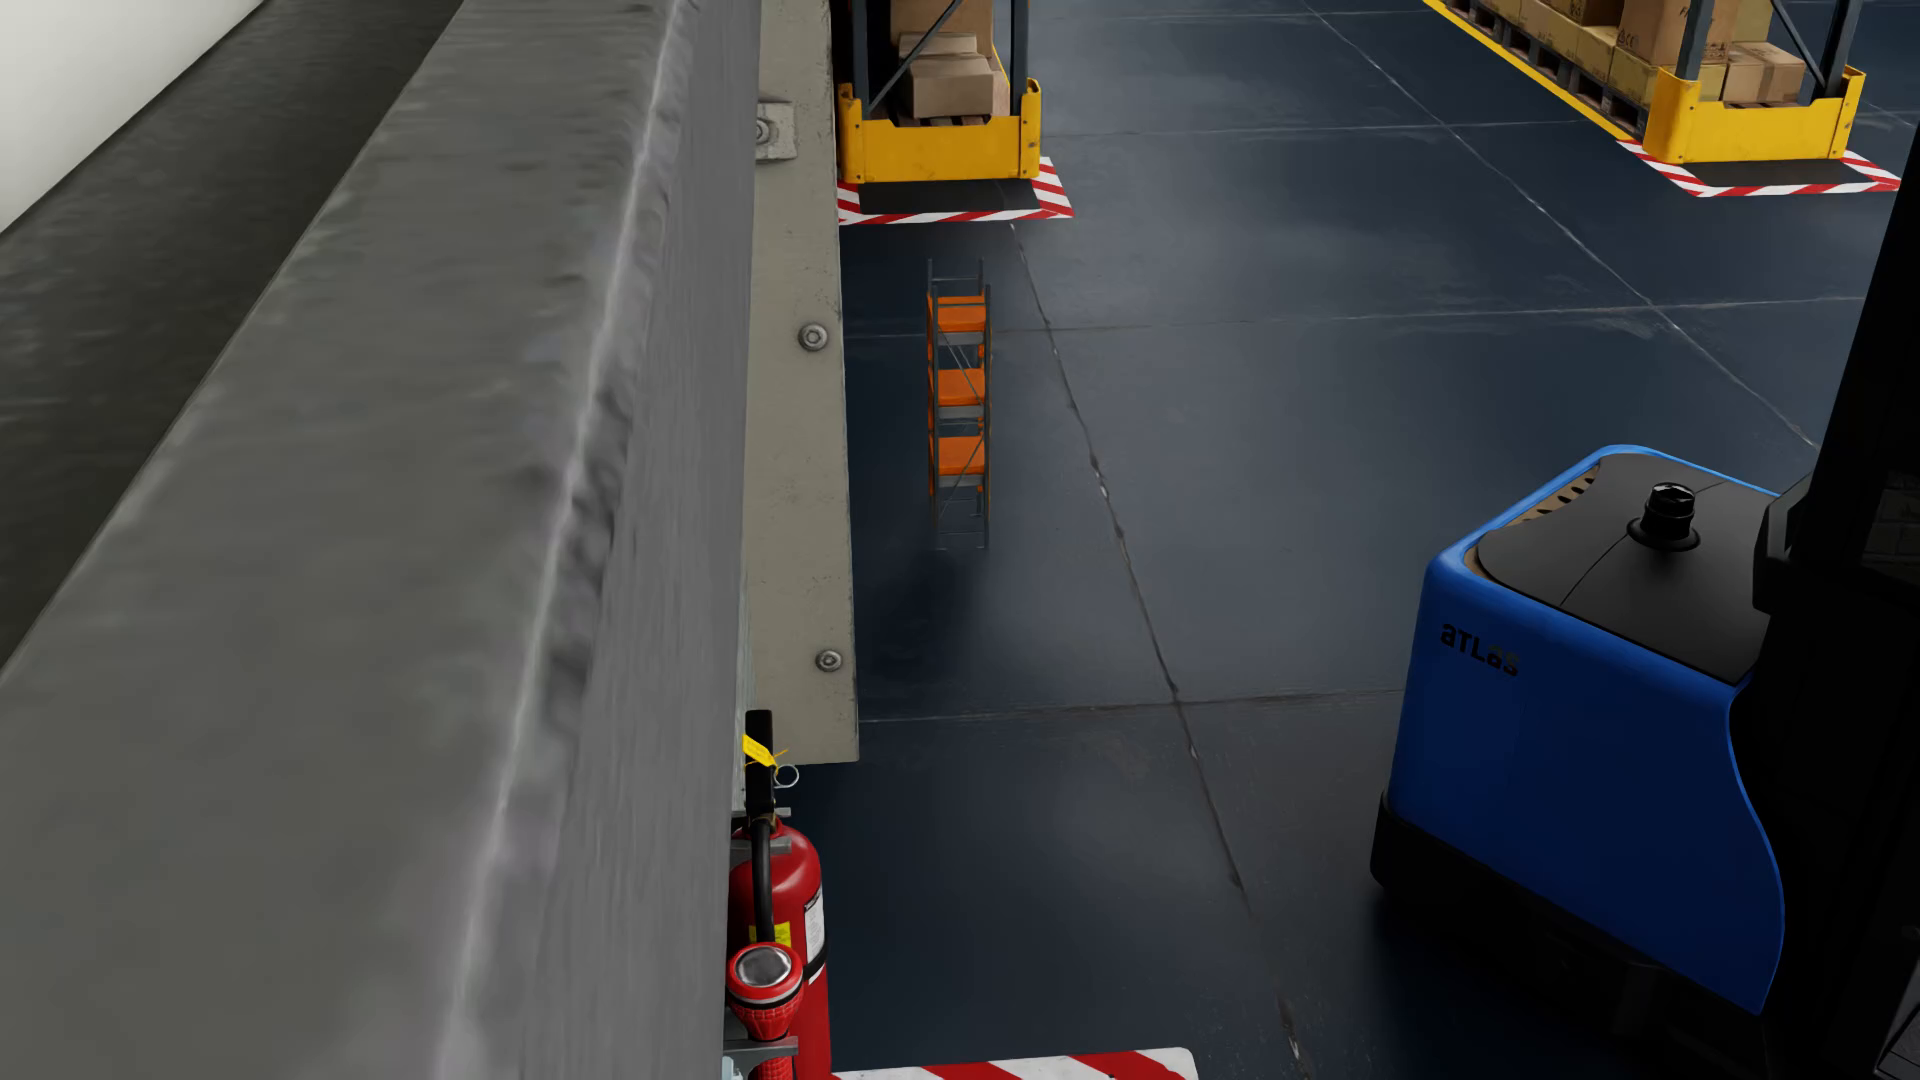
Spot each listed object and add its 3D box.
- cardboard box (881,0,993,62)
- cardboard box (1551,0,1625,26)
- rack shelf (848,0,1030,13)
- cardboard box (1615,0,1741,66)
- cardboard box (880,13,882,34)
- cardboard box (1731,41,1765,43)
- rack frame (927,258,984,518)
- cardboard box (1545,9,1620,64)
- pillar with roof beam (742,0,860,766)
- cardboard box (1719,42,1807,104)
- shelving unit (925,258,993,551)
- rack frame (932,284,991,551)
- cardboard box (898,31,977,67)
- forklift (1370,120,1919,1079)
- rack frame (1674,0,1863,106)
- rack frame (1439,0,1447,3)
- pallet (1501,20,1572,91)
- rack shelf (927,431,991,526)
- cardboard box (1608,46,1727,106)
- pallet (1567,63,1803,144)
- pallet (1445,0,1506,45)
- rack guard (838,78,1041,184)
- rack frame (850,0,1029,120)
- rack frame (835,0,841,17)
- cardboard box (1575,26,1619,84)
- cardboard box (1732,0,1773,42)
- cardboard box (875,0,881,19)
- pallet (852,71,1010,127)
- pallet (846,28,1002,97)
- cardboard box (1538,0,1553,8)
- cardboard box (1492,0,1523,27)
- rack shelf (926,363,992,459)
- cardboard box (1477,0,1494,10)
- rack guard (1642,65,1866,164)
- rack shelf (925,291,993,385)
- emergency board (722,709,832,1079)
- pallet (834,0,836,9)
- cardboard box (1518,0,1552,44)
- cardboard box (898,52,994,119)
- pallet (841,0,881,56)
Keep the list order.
[{"bbox_3d":[-0.162,-3.591,11.346,0.700,0.500,0.500,-5,31,-8],"label":"cardboard box"},{"bbox_3d":[4.362,-3.780,11.194,0.500,0.500,0.500,-3,31,-5],"label":"cardboard box"},{"bbox_3d":[-0.302,-4.162,10.995,1.077,0.370,4.000,-3,31,-5],"label":"rack shelf"},{"bbox_3d":[4.470,-3.270,10.341,0.500,0.500,0.500,-3,31,-5],"label":"cardboard box"},{"bbox_3d":[-0.359,-3.640,11.769,0.380,0.149,0.250,-5,31,-9],"label":"cardboard box"},{"bbox_3d":[4.938,-3.229,11.002,0.500,0.250,0.500,-3,31,-5],"label":"cardboard box"},{"bbox_3d":[-0.016,-0.540,6.131,0.200,1.050,0.008,-3,31,-5],"label":"rack frame"},{"bbox_3d":[4.365,-3.459,11.387,0.500,0.250,0.500,-3,31,-5],"label":"cardboard box"},{"bbox_3d":[3.805,-3.484,3.308,9.100,9.000,0.400,-3,31,-5],"label":"pillar with roof beam"},{"bbox_3d":[4.988,-2.973,10.575,0.500,0.250,0.500,-3,31,-5],"label":"cardboard box"},{"bbox_3d":[-0.005,-0.478,6.027,0.215,1.050,0.252,-3,31,-5],"label":"shelving unit"},{"bbox_3d":[0.006,-0.416,5.922,0.200,1.050,0.008,-3,31,-5],"label":"rack frame"},{"bbox_3d":[-0.143,-3.133,10.763,0.500,0.311,0.500,0,31,0],"label":"cardboard box"},{"bbox_3d":[2.512,0.090,3.240,1.130,2.935,3.031,-26,40,-36],"label":"forklift"},{"bbox_3d":[4.817,-3.689,9.501,1.000,3.000,0.127,-3,31,-5],"label":"rack frame"},{"bbox_3d":[4.443,-5.731,12.920,1.000,3.000,0.127,-3,31,-5],"label":"rack frame"},{"bbox_3d":[4.593,-3.502,11.907,1.003,0.211,1.213,-3,31,-5],"label":"pallet"},{"bbox_3d":[-0.005,-0.230,6.174,0.215,0.259,0.240,-3,31,-5],"label":"rack shelf"},{"bbox_3d":[4.473,-2.949,10.533,0.500,0.250,0.500,-3,31,-5],"label":"cardboard box"},{"bbox_3d":[4.704,-2.881,10.866,1.003,0.211,1.213,-3,31,-5],"label":"pallet"},{"bbox_3d":[4.476,-4.126,12.952,1.003,0.211,1.213,-3,31,-5],"label":"pallet"},{"bbox_3d":[-0.122,-2.416,9.807,1.175,0.500,0.348,-3,31,-5],"label":"rack guard"},{"bbox_3d":[-0.115,-3.450,9.101,1.000,3.000,0.127,-3,31,-5],"label":"rack frame"},{"bbox_3d":[-0.489,-5.492,12.520,1.000,3.000,0.127,-3,31,-5],"label":"rack frame"},{"bbox_3d":[4.414,-3.203,10.960,0.500,0.250,0.500,-3,31,-5],"label":"cardboard box"},{"bbox_3d":[4.940,-3.551,10.810,0.500,0.500,0.500,-3,31,-5],"label":"cardboard box"},{"bbox_3d":[-0.352,-4.080,12.164,0.500,0.500,0.500,-5,31,-8],"label":"cardboard box"},{"bbox_3d":[-0.163,-2.708,10.578,1.003,0.211,1.213,-3,31,-5],"label":"pallet"},{"bbox_3d":[-0.274,-3.329,11.618,1.003,0.211,1.213,-3,31,-5],"label":"pallet"},{"bbox_3d":[4.317,-4.036,11.622,0.500,0.500,0.500,-3,31,-5],"label":"cardboard box"},{"bbox_3d":[4.268,-3.969,12.241,0.500,0.250,0.500,-3,31,-5],"label":"cardboard box"},{"bbox_3d":[-0.005,-0.469,6.032,0.215,0.259,0.240,-3,31,-5],"label":"rack shelf"},{"bbox_3d":[4.226,-4.224,12.669,0.500,0.250,0.500,-3,31,-5],"label":"cardboard box"},{"bbox_3d":[4.819,-2.604,10.122,1.175,0.500,0.348,-3,31,-5],"label":"rack guard"},{"bbox_3d":[-0.005,-0.713,5.886,0.215,0.259,0.240,-3,31,-5],"label":"rack shelf"},{"bbox_3d":[-0.288,0.561,2.386,0.194,1.169,0.643,-3,31,-5],"label":"emergency board"},{"bbox_3d":[-0.563,-4.692,13.900,1.003,0.211,1.213,-3,31,-5],"label":"pallet"},{"bbox_3d":[4.320,-3.714,11.814,0.500,0.250,0.500,-3,31,-5],"label":"cardboard box"},{"bbox_3d":[-0.090,-2.842,10.276,0.500,0.311,0.500,-6,31,-10],"label":"cardboard box"},{"bbox_3d":[-0.391,-3.954,12.663,1.003,0.211,1.213,-3,31,-5],"label":"pallet"}]
